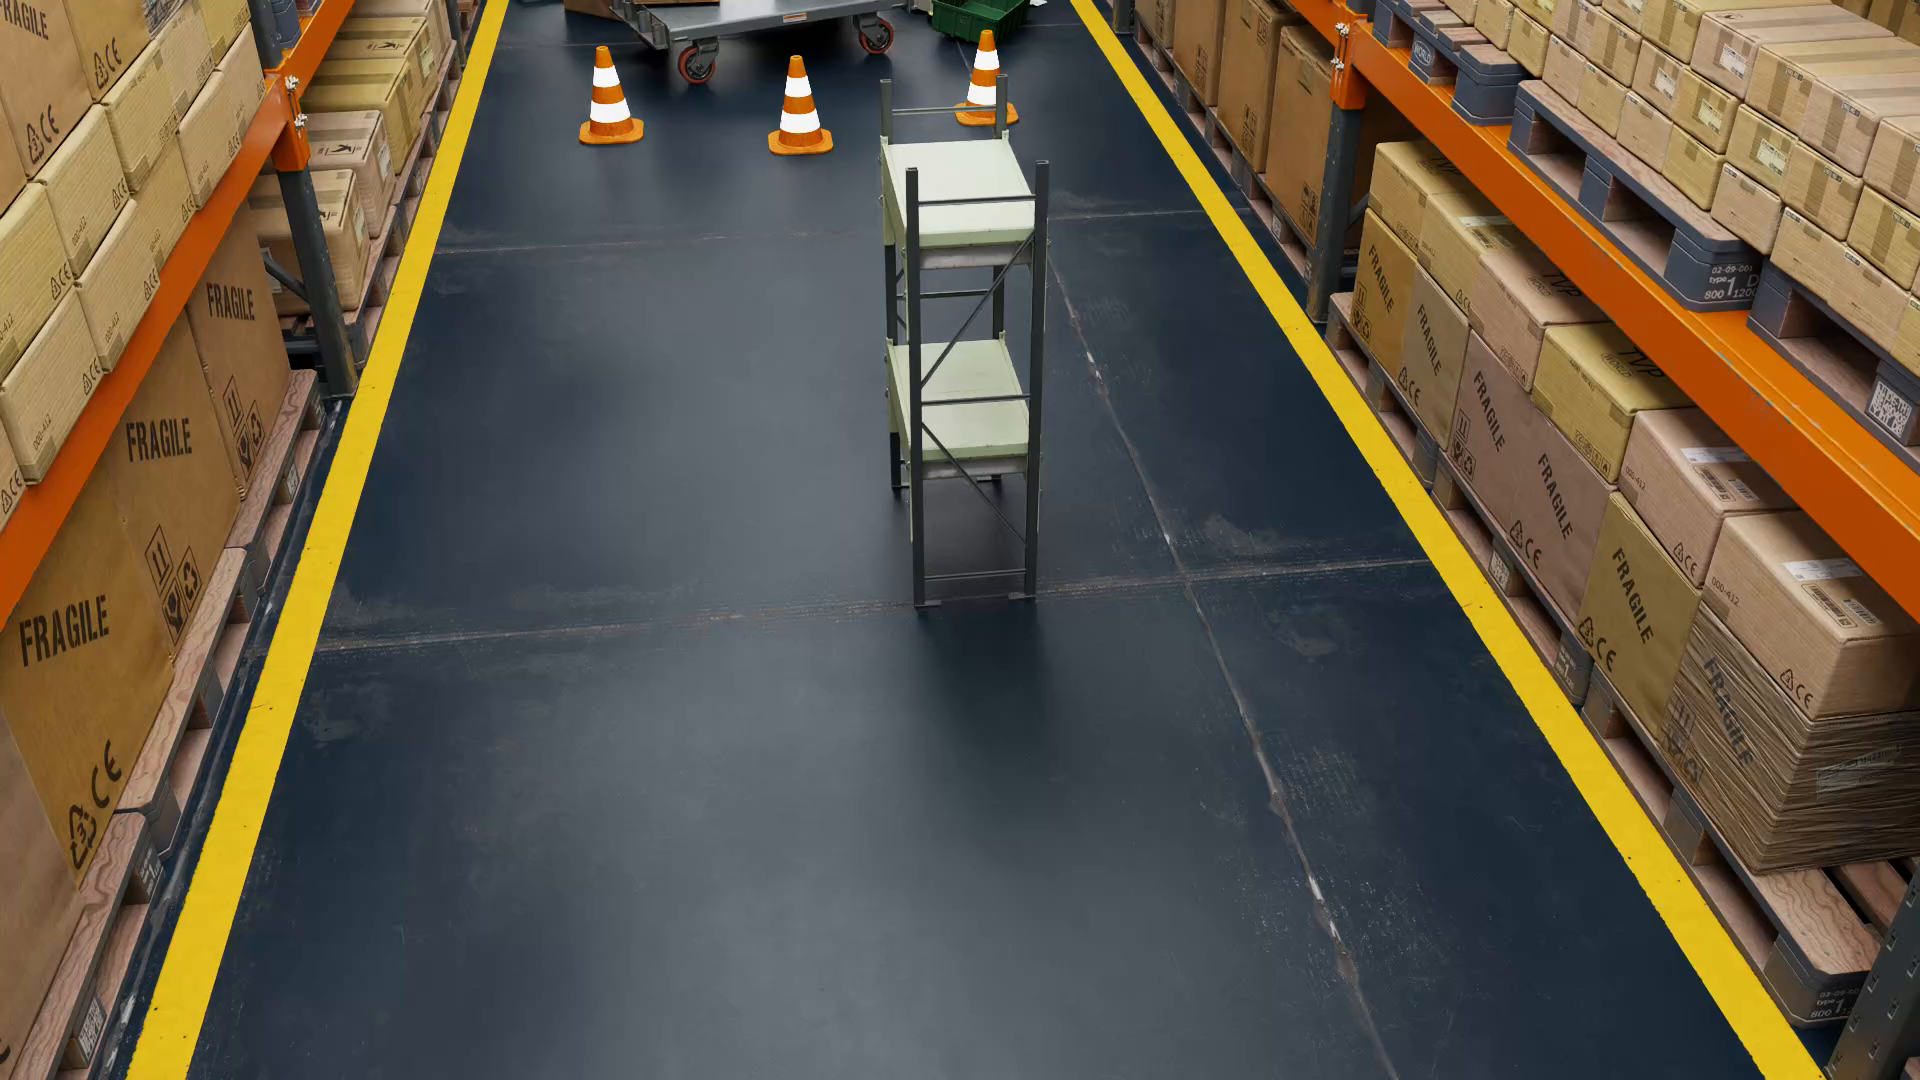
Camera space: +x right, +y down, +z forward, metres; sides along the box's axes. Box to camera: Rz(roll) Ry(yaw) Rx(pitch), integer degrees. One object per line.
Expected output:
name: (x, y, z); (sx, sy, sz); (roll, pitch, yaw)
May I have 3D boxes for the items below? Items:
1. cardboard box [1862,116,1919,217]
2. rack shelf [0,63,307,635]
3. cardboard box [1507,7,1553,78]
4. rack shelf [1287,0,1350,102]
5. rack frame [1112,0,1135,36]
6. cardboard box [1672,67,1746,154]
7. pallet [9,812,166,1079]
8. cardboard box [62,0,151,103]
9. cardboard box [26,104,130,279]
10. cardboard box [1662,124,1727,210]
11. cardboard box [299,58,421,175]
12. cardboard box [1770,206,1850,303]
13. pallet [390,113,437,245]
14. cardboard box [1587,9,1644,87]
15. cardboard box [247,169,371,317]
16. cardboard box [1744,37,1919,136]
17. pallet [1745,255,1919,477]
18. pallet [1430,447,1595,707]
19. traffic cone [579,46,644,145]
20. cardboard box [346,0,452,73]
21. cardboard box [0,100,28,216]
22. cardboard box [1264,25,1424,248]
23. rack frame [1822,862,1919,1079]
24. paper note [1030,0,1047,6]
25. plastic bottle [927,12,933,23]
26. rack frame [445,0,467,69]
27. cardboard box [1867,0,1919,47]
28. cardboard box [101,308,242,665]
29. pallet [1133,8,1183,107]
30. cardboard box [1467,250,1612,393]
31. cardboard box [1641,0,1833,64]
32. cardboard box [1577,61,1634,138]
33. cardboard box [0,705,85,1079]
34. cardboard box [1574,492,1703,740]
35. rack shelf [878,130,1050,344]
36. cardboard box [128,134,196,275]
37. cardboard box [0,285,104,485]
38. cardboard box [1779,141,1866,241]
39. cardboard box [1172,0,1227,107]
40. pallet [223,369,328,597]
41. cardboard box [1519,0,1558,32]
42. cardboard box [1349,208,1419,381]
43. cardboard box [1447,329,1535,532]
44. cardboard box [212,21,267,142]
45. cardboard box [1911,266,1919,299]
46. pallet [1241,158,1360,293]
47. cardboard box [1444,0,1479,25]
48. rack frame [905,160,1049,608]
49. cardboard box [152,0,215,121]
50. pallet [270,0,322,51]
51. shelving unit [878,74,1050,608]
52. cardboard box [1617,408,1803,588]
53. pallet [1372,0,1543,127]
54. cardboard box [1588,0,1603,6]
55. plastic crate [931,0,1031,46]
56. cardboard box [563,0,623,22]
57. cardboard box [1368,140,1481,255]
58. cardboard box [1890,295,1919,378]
cardboard box: (2.217, -0.811, 3.598); (0.380, 0.149, 0.250); (-5, 35, -8)
rack shelf: (-2.626, -0.379, 4.282); (1.077, 0.370, 4.000); (-4, 35, -6)
cardboard box: (1.967, -1.578, 5.252); (0.380, 0.149, 0.250); (-3, 34, -4)
rack shelf: (1.727, -3.043, 8.190); (1.077, 0.370, 4.000); (-4, 35, -6)
rack frame: (1.458, -4.456, 9.625); (1.000, 3.000, 0.127); (-4, 35, -6)
cardboard box: (2.104, -1.127, 4.326); (0.380, 0.149, 0.250); (-4, 35, -6)
pallet: (-2.536, 1.167, 3.850); (1.003, 0.211, 1.213); (-4, 35, -6)
cardboard box: (-2.429, -1.415, 4.187); (0.500, 0.500, 0.500); (-4, 35, -6)
cardboard box: (-2.346, -0.827, 3.989); (0.500, 0.250, 0.500); (-5, 35, -8)
cardboard box: (2.106, -0.995, 4.397); (0.380, 0.149, 0.250); (-3, 34, -4)
cardboard box: (-3.165, -2.031, 8.028); (0.950, 0.372, 0.625); (-3, 34, -5)
cardboard box: (2.184, -0.692, 3.953); (0.380, 0.149, 0.250); (-6, 35, -9)
pallet: (-3.160, -1.756, 8.139); (1.003, 0.211, 1.213); (-4, 35, -6)
cardboard box: (2.037, -1.413, 4.746); (0.380, 0.149, 0.250); (-5, 35, -7)
cardboard box: (-2.961, -1.197, 6.803); (0.950, 0.372, 0.625); (-7, 35, -10)
cardboard box: (2.152, -1.095, 4.015); (0.380, 0.149, 0.250); (-5, 35, -8)
pallet: (2.576, -0.350, 3.771); (1.003, 0.211, 1.213); (-4, 35, -6)
pallet: (2.261, 0.044, 5.498); (1.003, 0.211, 1.213); (-4, 35, -6)
traffic cone: (-1.879, -2.391, 8.847); (0.336, 0.463, 0.334); (-4, 35, -6)
cardboard box: (-3.360, -2.820, 9.185); (0.950, 0.372, 0.625); (-4, 34, -6)
cardboard box: (-2.292, -0.844, 3.349); (0.500, 0.500, 0.500); (-5, 35, -8)
cardboard box: (2.004, -1.815, 7.374); (1.050, 0.750, 0.750); (-5, 35, -7)
rack frame: (2.534, 0.008, 3.075); (1.000, 3.000, 0.127); (-4, 35, -6)
paper note: (0.471, -3.536, 10.911); (0.142, 0.020, 0.147); (27, 43, 34)
plastic bottle: (-0.074, -3.282, 10.511); (0.133, 0.061, 0.283); (-24, 41, -30)
rack frame: (-3.433, -4.025, 8.993); (1.000, 3.000, 0.127); (-4, 35, -6)
cardboard box: (2.722, -1.434, 4.512); (0.380, 0.149, 0.250); (-3, 34, -5)
cardboard box: (-2.769, -0.199, 4.892); (0.875, 0.875, 0.875); (-4, 34, -6)
pallet: (1.637, -2.879, 9.787); (1.003, 0.211, 1.213); (-4, 35, -6)
cardboard box: (1.971, -0.711, 5.311); (0.500, 0.250, 0.500); (-4, 34, -6)
cardboard box: (2.075, -1.394, 4.454); (0.380, 0.149, 0.250); (-5, 35, -7)
cardboard box: (2.037, -1.289, 4.828); (0.380, 0.149, 0.250); (-4, 34, -6)
cardboard box: (-2.520, 0.804, 3.421); (0.875, 0.875, 0.875); (-3, 34, -5)
cardboard box: (2.116, 0.187, 4.658); (0.500, 0.500, 0.500); (-5, 35, -8)
rack shelf: (-0.001, -0.946, 5.113); (0.431, 0.370, 0.720); (-4, 35, -6)
cardboard box: (-2.434, -0.902, 4.543); (0.500, 0.250, 0.500); (-5, 35, -7)
cardboard box: (-2.279, -0.340, 3.719); (0.500, 0.250, 0.500); (-5, 35, -7)
cardboard box: (2.177, -0.830, 3.890); (0.380, 0.149, 0.250); (-5, 35, -8)
cardboard box: (1.757, -2.822, 8.852); (1.050, 0.750, 0.750); (-4, 35, -6)
pallet: (-2.864, -0.195, 5.848); (1.003, 0.211, 1.213); (-4, 35, -6)
cardboard box: (1.974, -1.691, 5.154); (0.380, 0.149, 0.250); (-4, 35, -6)
cardboard box: (1.839, -0.951, 6.328); (0.500, 0.500, 0.500); (-6, 35, -8)
cardboard box: (1.983, -0.384, 5.497); (0.500, 0.500, 0.500); (-5, 35, -8)
cardboard box: (-2.570, -1.468, 5.374); (0.500, 0.250, 0.500); (-6, 35, -8)
cardboard box: (2.248, -0.539, 3.463); (0.380, 0.149, 0.250); (-4, 34, -6)
pallet: (1.965, -1.517, 7.789); (1.003, 0.211, 1.213); (-4, 35, -6)
cardboard box: (1.892, -1.879, 5.694); (0.380, 0.149, 0.250); (-3, 34, -4)
rack frame: (0.048, -0.419, 5.033); (0.400, 1.500, 0.023); (-4, 35, -6)
cardboard box: (-2.506, -1.401, 4.831); (0.500, 0.250, 0.500); (-5, 35, -8)
pallet: (-3.097, -2.103, 6.343); (1.213, 0.211, 1.003); (-4, 35, -6)
shelving unit: (-0.001, -0.623, 5.333); (0.431, 1.500, 0.755); (-4, 35, -6)
cardboard box: (2.128, -0.127, 4.453); (0.500, 0.250, 0.500); (-3, 34, -4)
pallet: (2.198, -1.755, 5.832); (1.213, 0.211, 1.003); (-4, 35, -6)
cardboard box: (2.007, -1.681, 4.876); (0.380, 0.149, 0.250); (-3, 34, -4)
plastic crate: (0.137, -3.316, 10.398); (0.450, 0.188, 0.662); (21, 39, 12)
cardboard box: (-2.229, -3.694, 10.724); (0.500, 0.500, 0.500); (20, 39, 26)
cardboard box: (1.849, -1.271, 6.133); (0.500, 0.250, 0.500); (-6, 35, -9)
cardboard box: (2.249, -0.413, 3.543); (0.380, 0.149, 0.250); (-4, 34, -6)
